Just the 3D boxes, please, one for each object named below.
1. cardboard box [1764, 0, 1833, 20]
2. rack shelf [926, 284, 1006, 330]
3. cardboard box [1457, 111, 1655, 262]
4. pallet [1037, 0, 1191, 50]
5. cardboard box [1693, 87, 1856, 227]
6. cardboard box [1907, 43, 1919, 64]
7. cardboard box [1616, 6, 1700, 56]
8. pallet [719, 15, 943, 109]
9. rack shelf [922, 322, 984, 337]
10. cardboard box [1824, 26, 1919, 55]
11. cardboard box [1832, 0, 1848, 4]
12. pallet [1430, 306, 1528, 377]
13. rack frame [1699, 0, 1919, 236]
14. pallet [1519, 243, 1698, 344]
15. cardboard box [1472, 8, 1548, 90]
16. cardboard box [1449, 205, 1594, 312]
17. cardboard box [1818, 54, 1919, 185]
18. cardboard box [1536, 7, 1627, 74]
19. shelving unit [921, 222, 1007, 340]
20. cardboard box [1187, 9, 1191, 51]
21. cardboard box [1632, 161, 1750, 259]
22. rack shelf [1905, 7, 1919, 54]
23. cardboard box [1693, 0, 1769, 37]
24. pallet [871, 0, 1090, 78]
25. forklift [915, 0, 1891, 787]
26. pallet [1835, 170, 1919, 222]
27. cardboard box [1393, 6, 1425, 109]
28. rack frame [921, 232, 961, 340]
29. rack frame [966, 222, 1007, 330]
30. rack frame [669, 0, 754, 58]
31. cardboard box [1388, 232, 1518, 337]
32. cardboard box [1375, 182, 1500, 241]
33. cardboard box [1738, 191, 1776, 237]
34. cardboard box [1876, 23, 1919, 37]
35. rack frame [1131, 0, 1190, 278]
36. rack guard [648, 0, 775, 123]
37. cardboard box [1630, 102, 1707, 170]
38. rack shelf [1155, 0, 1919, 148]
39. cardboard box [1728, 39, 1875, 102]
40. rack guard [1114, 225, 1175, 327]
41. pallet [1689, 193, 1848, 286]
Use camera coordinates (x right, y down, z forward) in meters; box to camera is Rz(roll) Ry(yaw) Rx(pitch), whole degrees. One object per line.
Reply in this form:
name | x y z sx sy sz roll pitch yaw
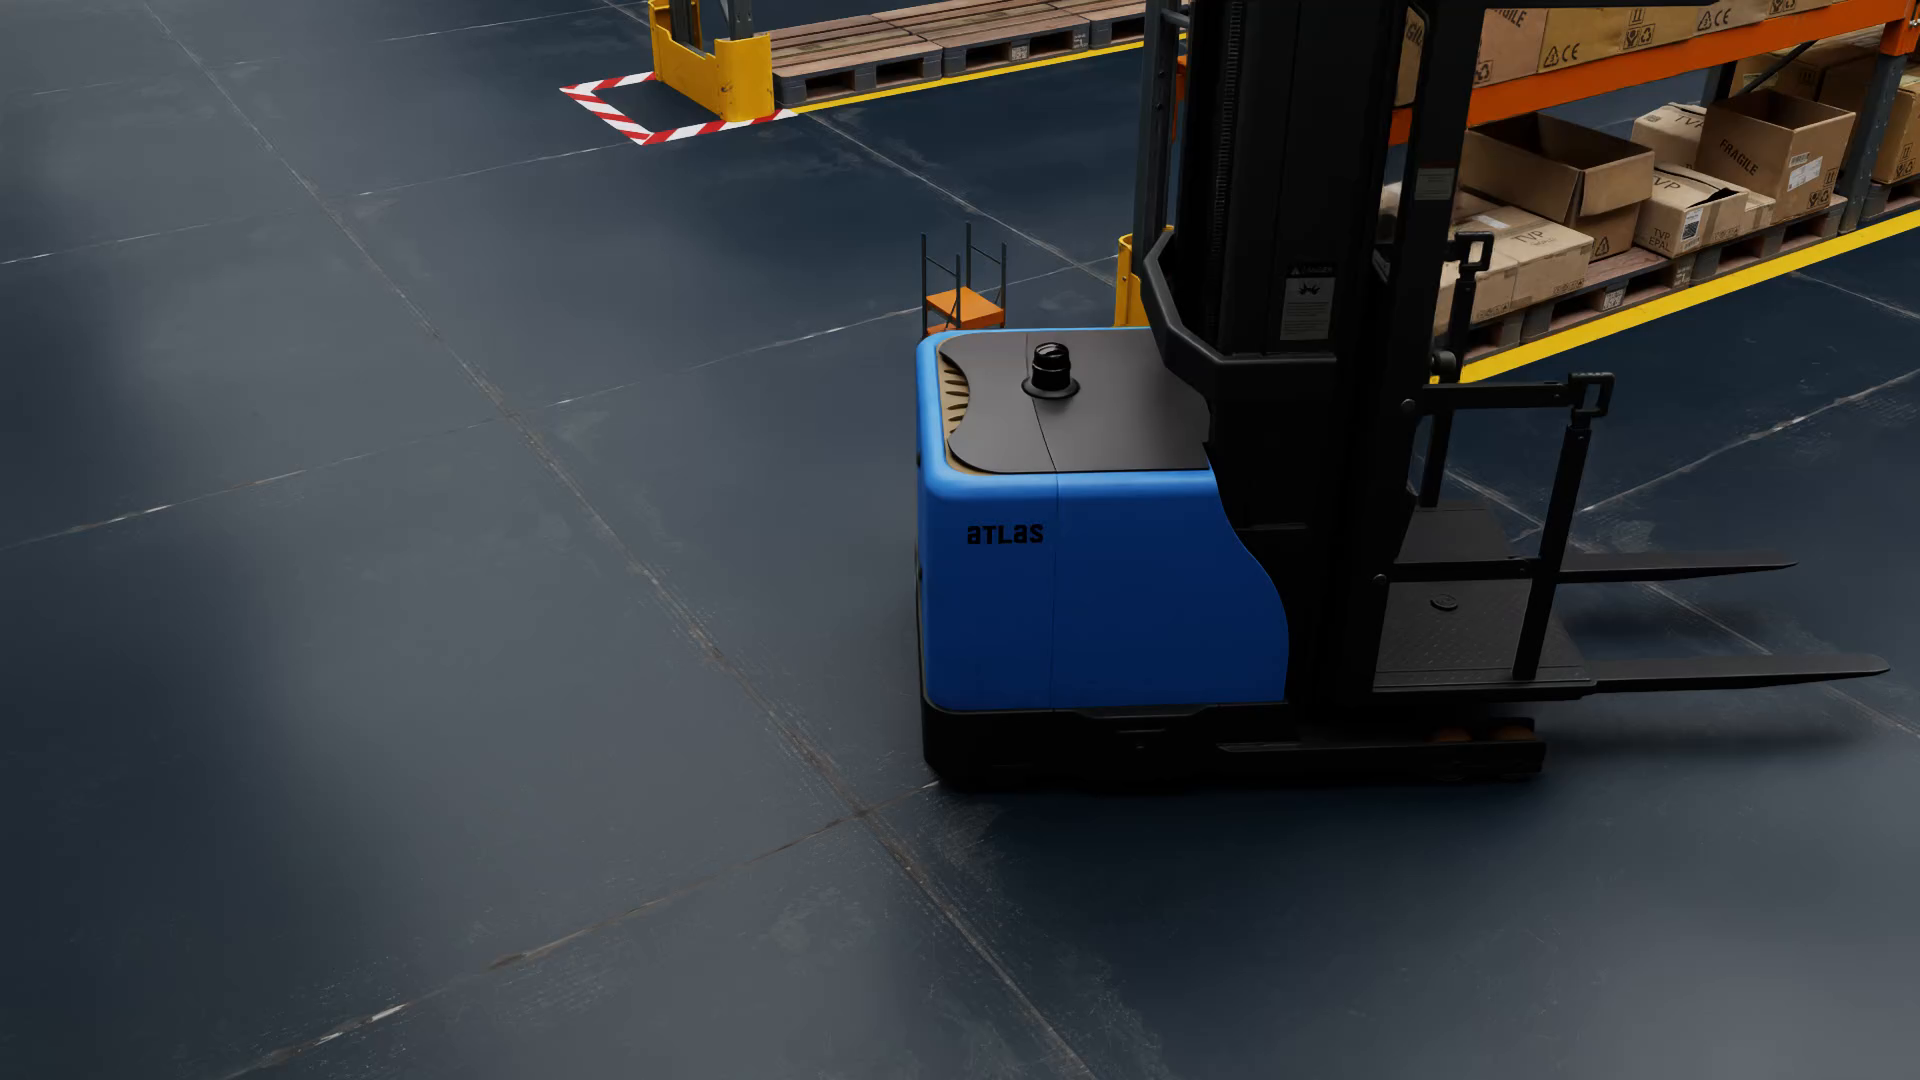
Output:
cardboard box | 3.733 -2.752 7.708 0.500 0.500 0.500 -18 36 -26
rack shelf | 0.012 -0.779 5.768 0.180 0.103 0.258 -19 37 -27
cardboard box | 2.870 -1.704 8.067 0.637 0.503 0.797 -19 37 -27
pallet | 1.169 -3.932 12.286 1.213 0.211 1.003 -19 37 -27
cardboard box | 4.121 -1.956 8.470 0.500 0.500 0.500 -19 37 -27
cardboard box | 5.427 -2.438 9.234 0.500 0.500 0.500 -18 37 -27
cardboard box | 2.875 -2.454 7.236 0.500 0.500 0.500 -18 37 -27
pallet | -0.882 -3.227 11.168 1.213 0.211 1.003 -19 37 -27
rack shelf | 0.012 -0.677 5.832 0.180 0.103 0.258 -19 37 -27
cardboard box | 5.126 -2.658 9.583 0.500 0.500 0.500 -19 37 -27
cardboard box | 4.165 -2.902 7.945 0.500 0.500 0.500 -18 37 -27
pallet | 1.818 -1.036 7.695 1.213 0.211 1.003 -19 37 -27
rack frame | 4.446 -3.119 8.383 0.127 3.000 1.000 -19 37 -27
pallet | 2.842 -1.387 8.251 1.213 0.211 1.003 -19 37 -27
cardboard box | 2.031 -2.167 6.780 0.500 0.500 0.500 -19 37 -28
cardboard box | 2.535 -1.305 7.672 0.500 0.250 0.500 -19 37 -27
cardboard box | 4.985 -2.279 8.981 0.500 0.500 0.500 -21 38 -29
cardboard box | 2.454 -2.311 7.008 0.500 0.500 0.500 -19 37 -27
shelving unit | 0.012 -0.512 5.937 0.189 1.200 0.258 -19 37 -27
cardboard box | 1.313 -2.257 6.922 0.500 0.500 0.500 -18 36 -26
cardboard box | 3.491 -1.659 8.177 0.500 0.311 0.500 -19 37 -27
rack shelf | 6.127 -3.393 9.492 4.000 0.370 1.077 -19 37 -27
cardboard box | 3.302 -2.603 7.471 0.500 0.500 0.500 -18 36 -26
pallet | 0.142 -3.577 11.723 1.213 0.211 1.003 -19 37 -27
forklift | 1.382 -0.785 4.747 3.031 2.935 1.130 -2 32 -2
pallet | 5.109 -2.192 9.527 1.213 0.211 1.003 -19 37 -27
cardboard box | 1.600 -2.015 6.540 0.500 0.500 0.500 -18 37 -26
rack frame | -0.065 -0.485 5.895 0.006 1.200 0.240 -19 37 -27
rack frame | 0.089 -0.538 5.978 0.006 1.200 0.240 -19 37 -27
rack frame | -1.596 -4.185 10.073 0.127 3.000 1.000 -19 37 -27
cardboard box | 2.115 -1.161 7.443 0.500 0.250 0.500 -19 37 -27
cardboard box | 2.222 -1.515 8.005 0.500 0.250 0.500 -19 37 -27
cardboard box | 3.838 -1.672 8.349 0.250 0.149 0.380 -19 37 -27
cardboard box | 5.547 -2.803 9.813 0.500 0.500 0.500 -18 37 -27
rack frame | 1.084 -1.963 6.550 0.127 3.000 1.000 -19 37 -27
rack guard | -1.610 -3.115 10.720 0.348 0.500 1.175 -19 37 -27
cardboard box | 3.976 -2.144 8.945 0.500 0.311 0.500 -19 37 -27
rack shelf | 2.765 -2.237 7.659 4.000 0.370 1.077 -19 37 -27
cardboard box | 4.706 -2.519 9.363 0.500 0.500 0.500 -19 37 -28
rack guard | 1.148 -0.928 7.252 0.348 0.500 1.175 -19 37 -27
pallet | 3.868 -1.742 8.813 1.213 0.211 1.003 -19 37 -27
